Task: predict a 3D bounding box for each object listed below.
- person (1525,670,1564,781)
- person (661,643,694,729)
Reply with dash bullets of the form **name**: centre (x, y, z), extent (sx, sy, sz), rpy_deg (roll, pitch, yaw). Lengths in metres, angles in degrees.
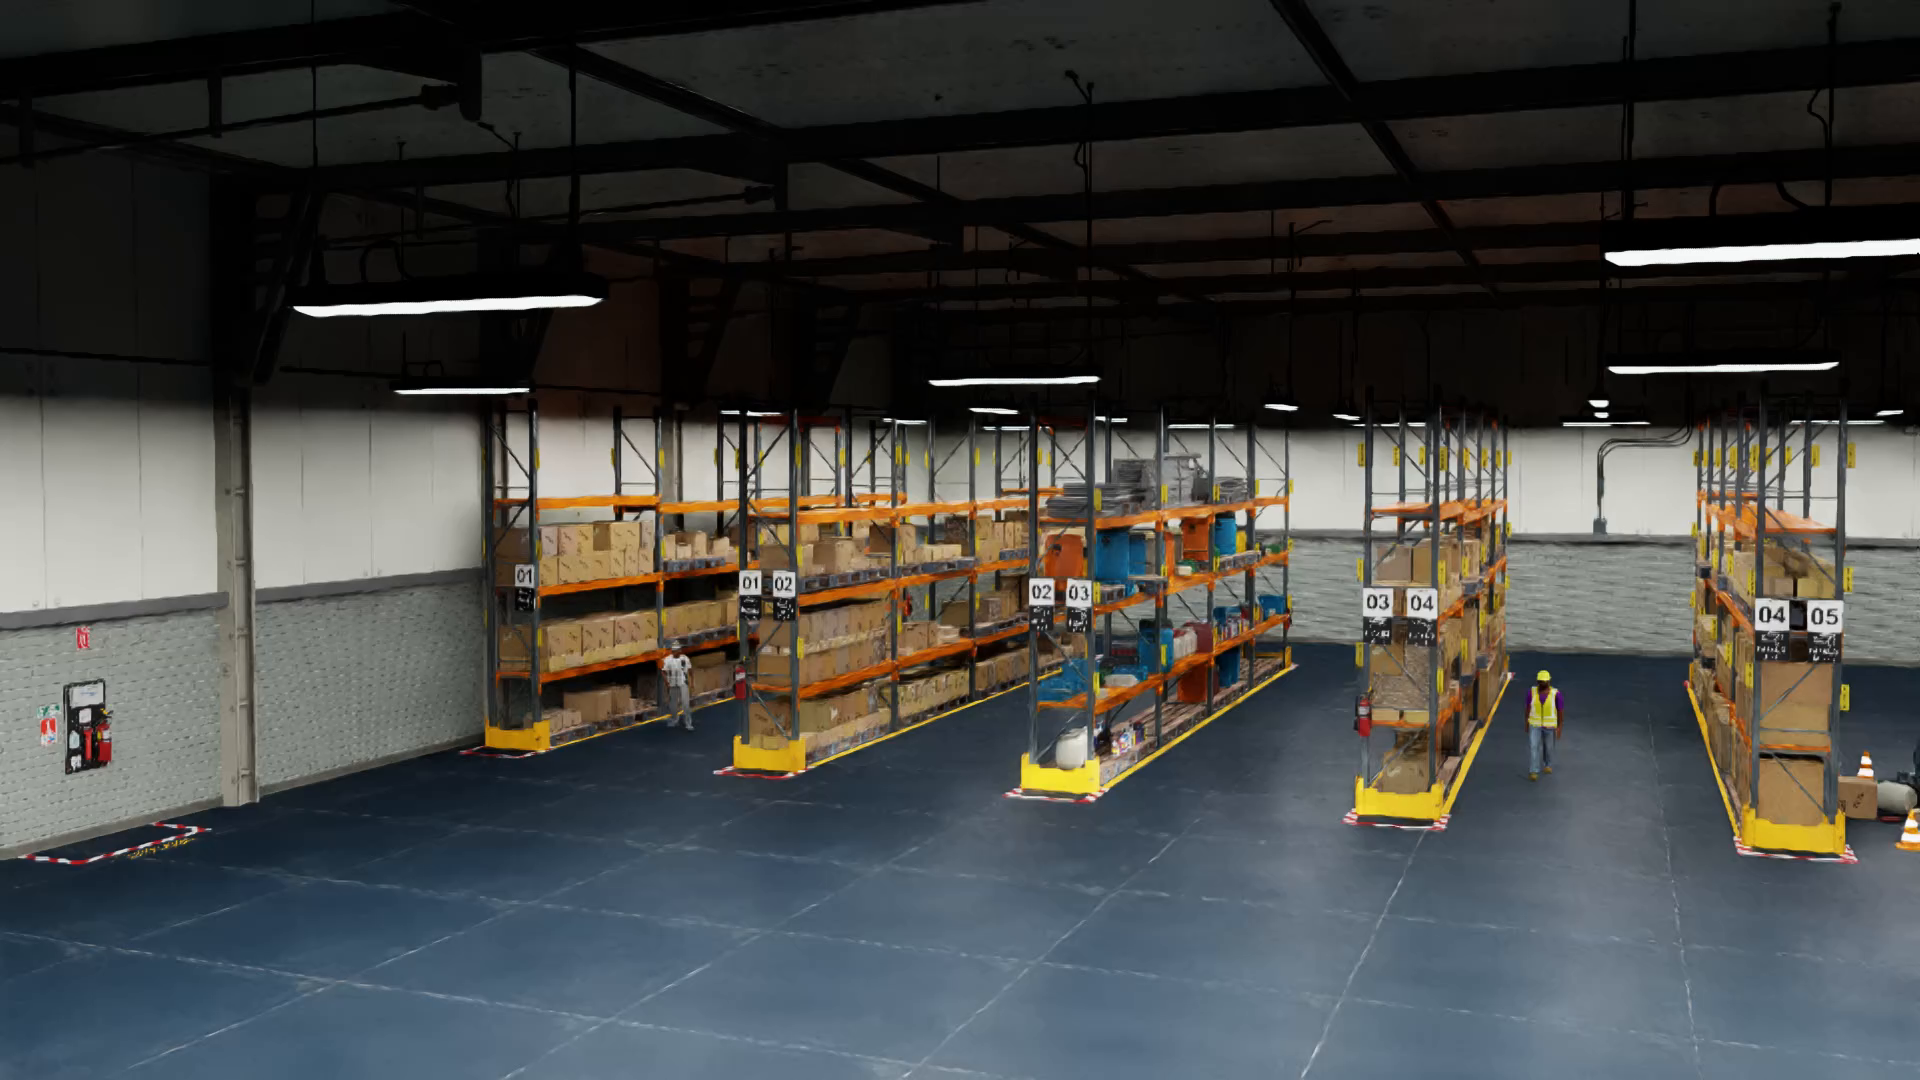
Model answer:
- **person**: centre (9.101, 2.868, 25.912), extent (0.575, 1.689, 1.123), rpy_deg (1, 3, 19)
- **person**: centre (-5.186, 2.674, 30.742), extent (0.622, 1.613, 0.782), rpy_deg (0, 3, 1)
